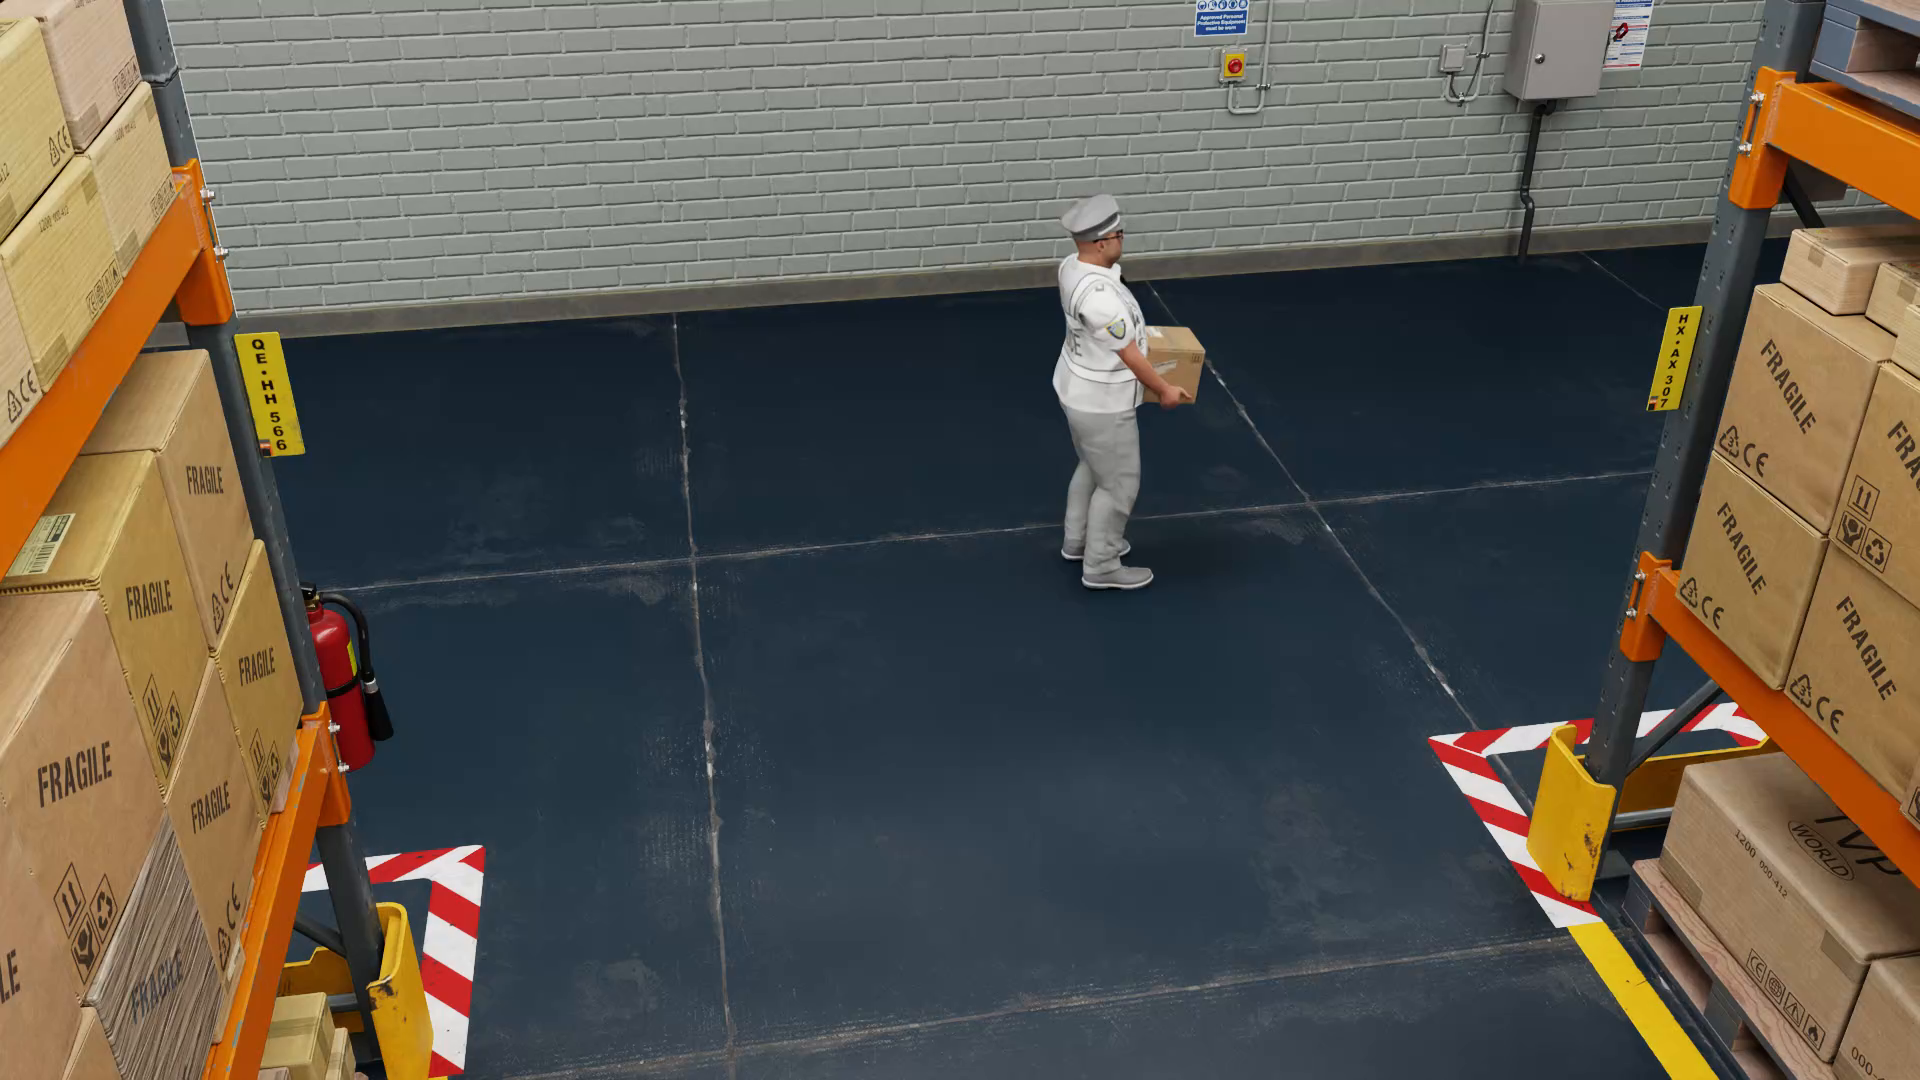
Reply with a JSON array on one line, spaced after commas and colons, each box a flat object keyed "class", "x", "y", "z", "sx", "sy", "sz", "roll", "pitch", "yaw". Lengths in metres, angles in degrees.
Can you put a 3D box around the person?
[{"class": "person", "x": 0.687, "y": -0.633, "z": 7.185, "sx": 0.556, "sy": 1.768, "sz": 0.494, "roll": -5, "pitch": 31, "yaw": -8}]
